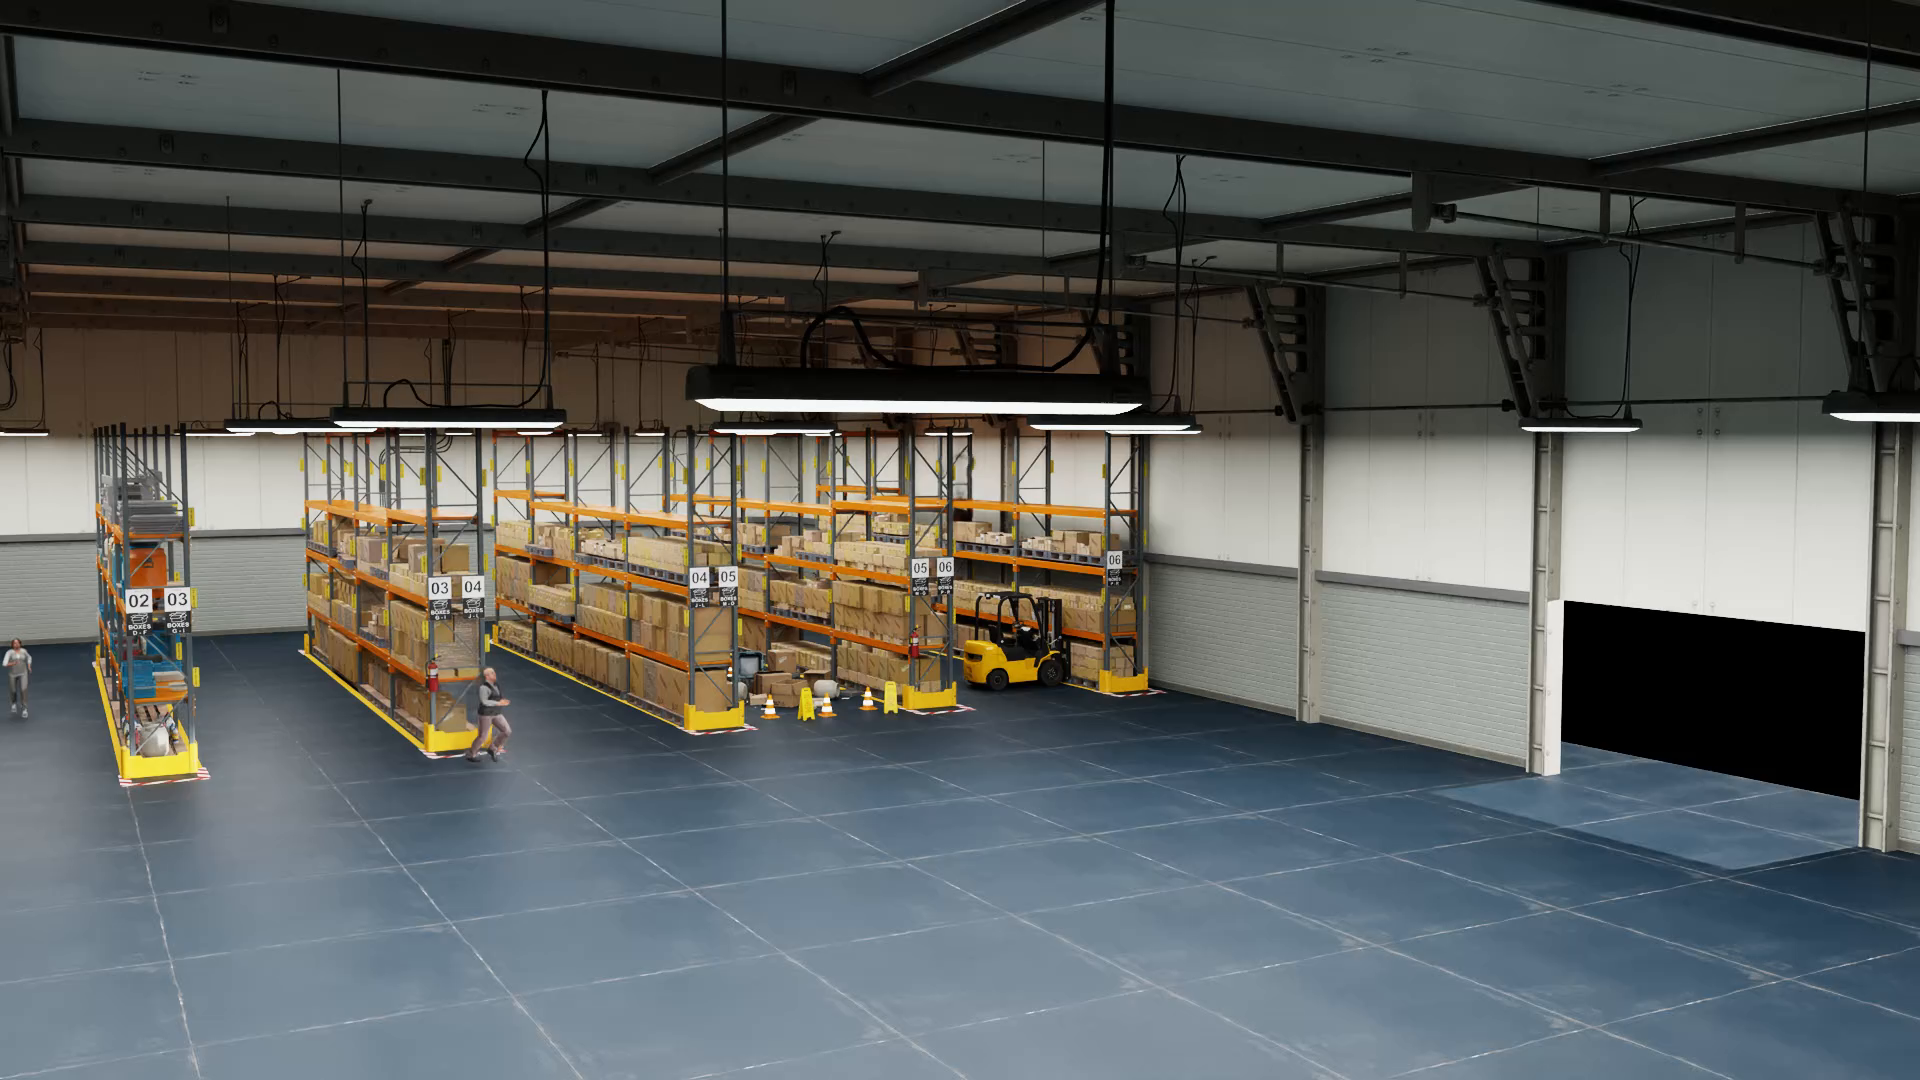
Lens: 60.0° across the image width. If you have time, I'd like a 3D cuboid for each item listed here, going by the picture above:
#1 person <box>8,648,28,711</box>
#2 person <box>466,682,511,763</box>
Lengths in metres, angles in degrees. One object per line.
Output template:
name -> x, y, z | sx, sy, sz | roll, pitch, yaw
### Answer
person -> -19.489, 2.872, 34.392 | 0.349, 1.269, 0.727 | -2, 4, -34
person -> -15.271, 2.726, 37.072 | 18.663, 1.472, 11.275 | 1, 4, 17
